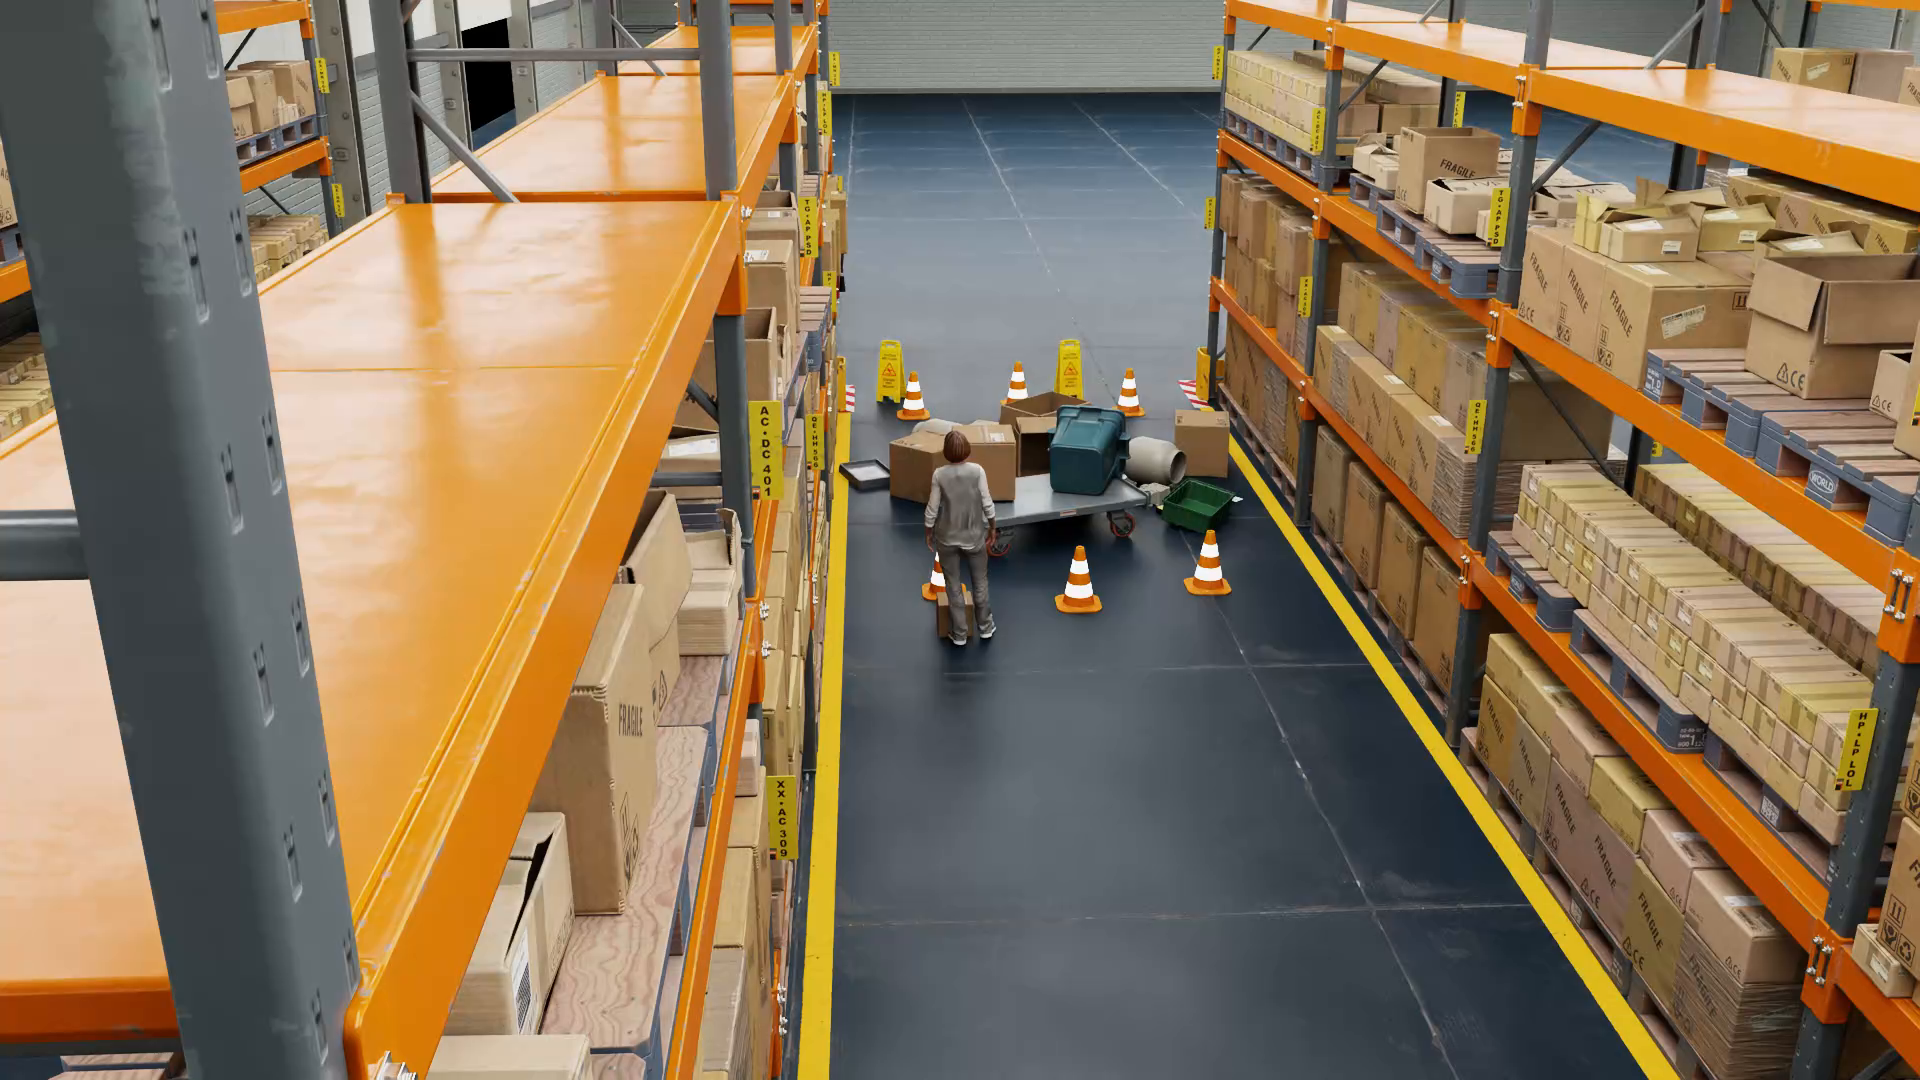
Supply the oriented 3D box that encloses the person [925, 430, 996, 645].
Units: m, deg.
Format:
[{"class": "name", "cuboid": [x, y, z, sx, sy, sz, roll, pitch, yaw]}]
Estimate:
[{"class": "person", "cuboid": [0.009, -0.034, 11.656, 0.519, 1.599, 0.474, -1, 21, -3]}]
